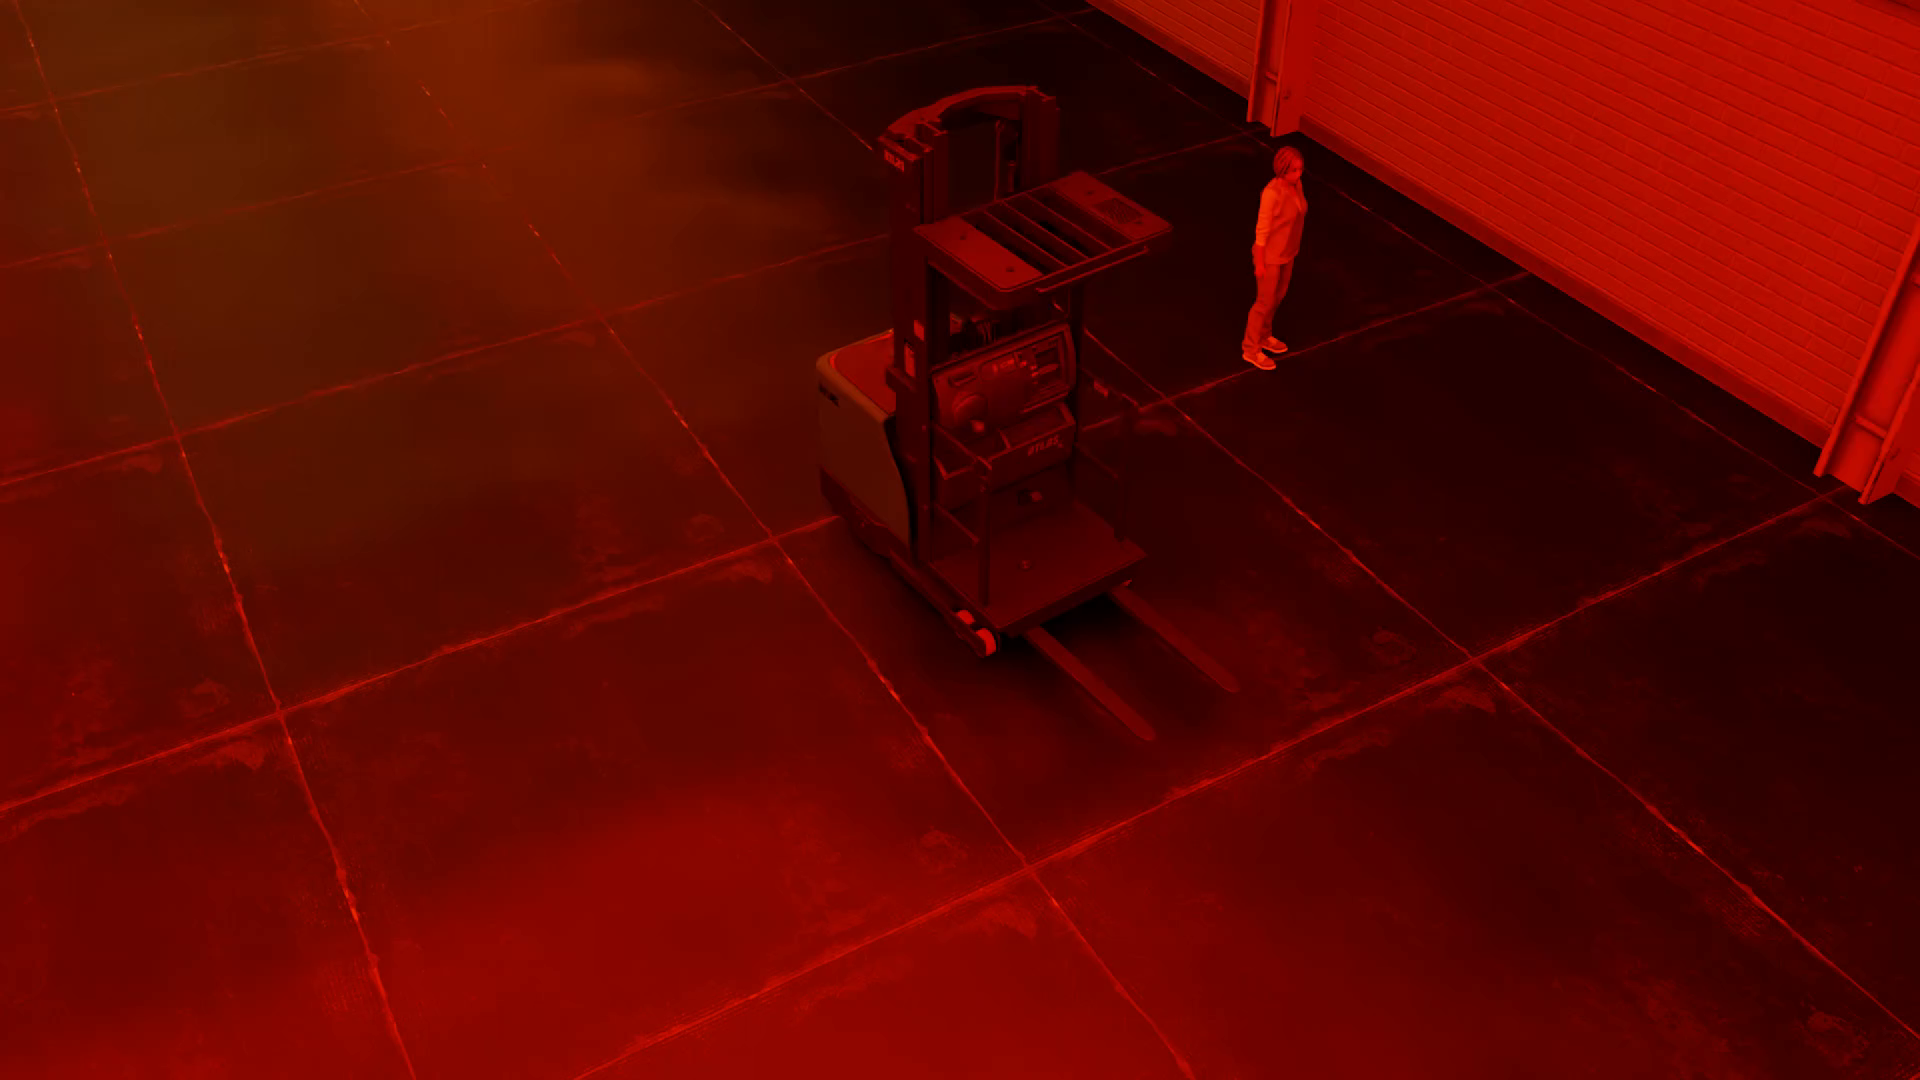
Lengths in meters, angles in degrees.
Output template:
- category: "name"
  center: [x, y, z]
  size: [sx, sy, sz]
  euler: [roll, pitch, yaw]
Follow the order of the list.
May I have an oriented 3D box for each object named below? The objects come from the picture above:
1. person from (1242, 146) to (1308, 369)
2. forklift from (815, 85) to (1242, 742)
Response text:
- category: "person"
  center: [2.180, -1.951, 11.432]
  size: [0.336, 1.602, 0.462]
  euler: [25, 46, 27]
- category: "forklift"
  center: [0.377, -0.812, 9.015]
  size: [1.130, 2.935, 3.031]
  euler: [-25, 46, -27]
